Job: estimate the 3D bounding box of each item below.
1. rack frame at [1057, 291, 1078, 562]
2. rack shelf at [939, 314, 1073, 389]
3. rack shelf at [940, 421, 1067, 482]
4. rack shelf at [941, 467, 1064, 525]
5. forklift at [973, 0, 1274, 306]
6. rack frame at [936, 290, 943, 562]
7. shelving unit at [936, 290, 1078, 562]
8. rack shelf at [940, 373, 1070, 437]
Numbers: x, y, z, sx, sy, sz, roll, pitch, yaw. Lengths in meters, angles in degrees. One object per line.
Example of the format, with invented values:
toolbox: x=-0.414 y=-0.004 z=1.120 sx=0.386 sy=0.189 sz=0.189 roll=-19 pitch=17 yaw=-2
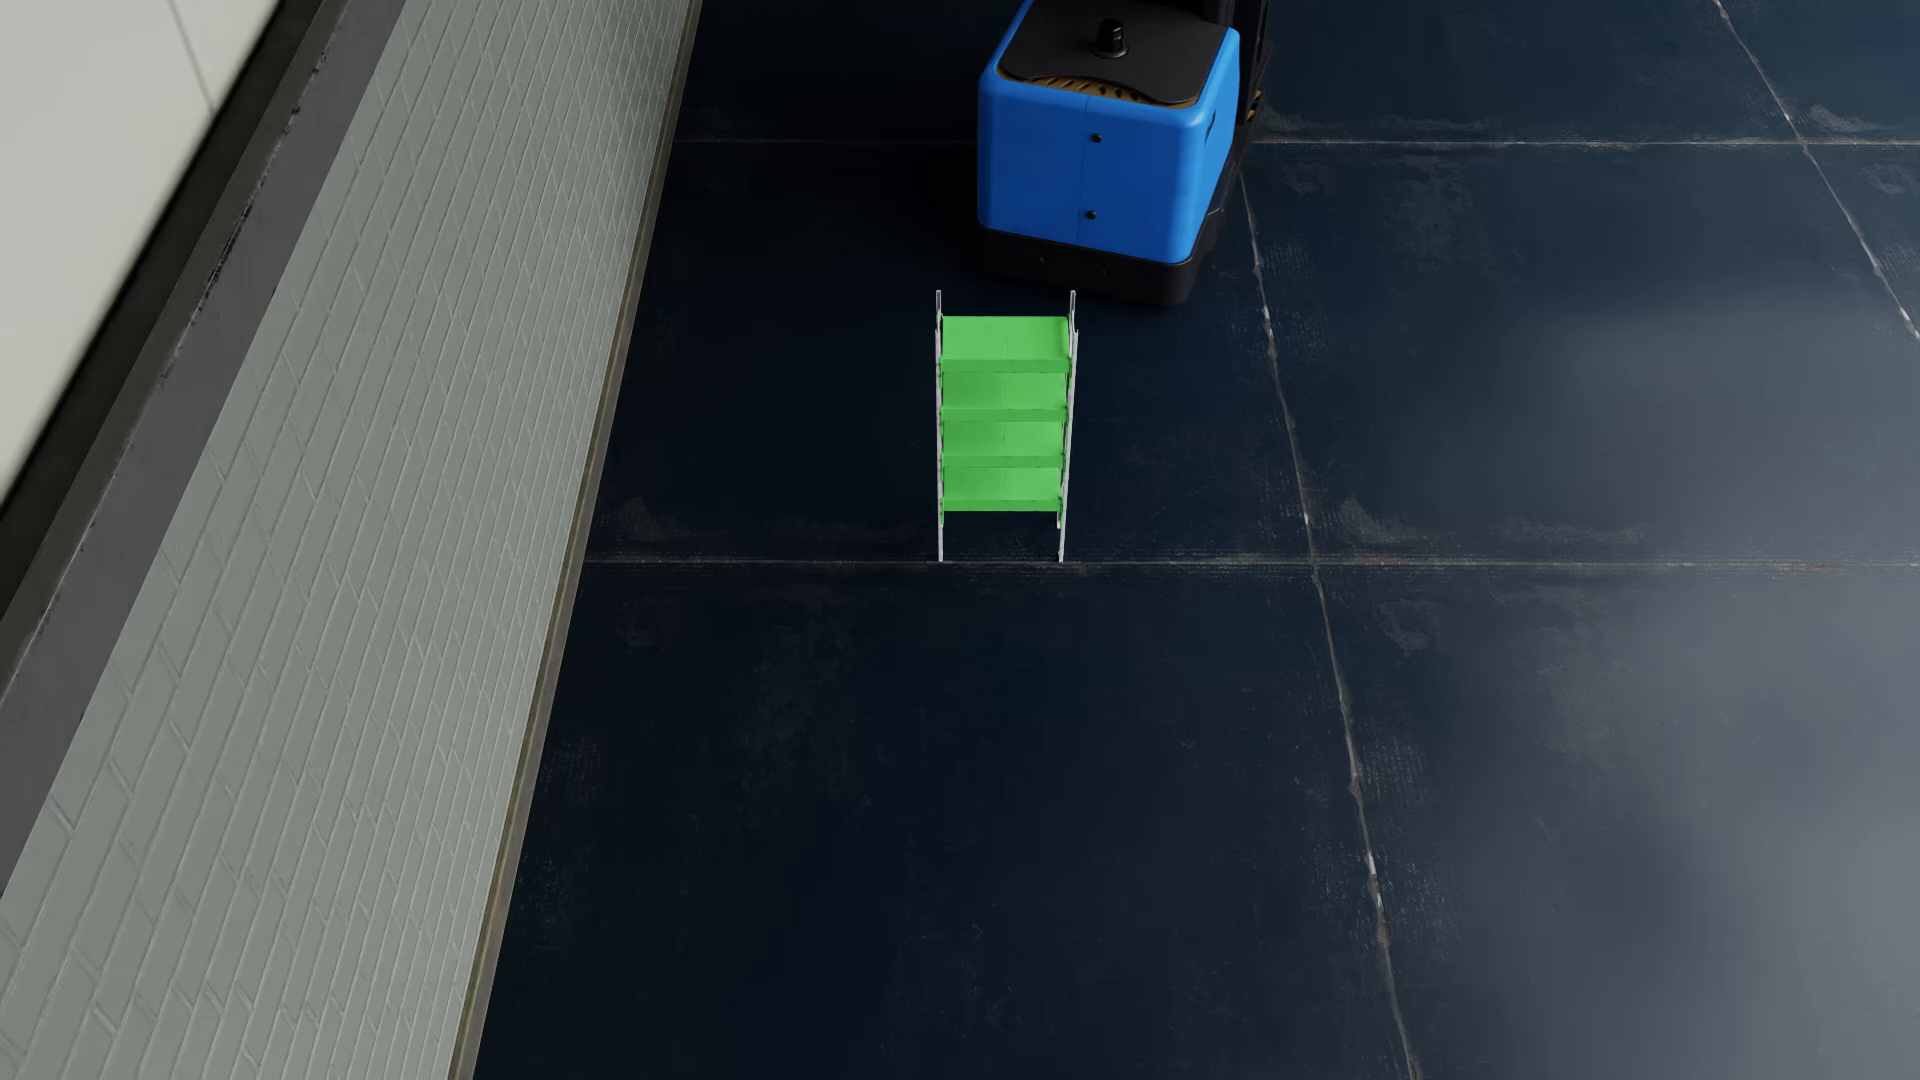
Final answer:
rack frame: x=0.410 y=-0.408 z=6.391 sx=0.015 sy=1.200 sz=0.240 roll=0 pitch=47 yaw=0
rack shelf: x=0.166 y=-0.692 z=6.087 sx=0.480 sy=0.148 sz=0.258 roll=0 pitch=47 yaw=0
rack shelf: x=0.166 y=-0.365 z=6.438 sx=0.480 sy=0.148 sz=0.258 roll=0 pitch=47 yaw=0
rack shelf: x=0.166 y=-0.201 z=6.614 sx=0.480 sy=0.148 sz=0.258 roll=0 pitch=47 yaw=0
forklift: x=1.003 y=-3.189 z=7.796 sx=1.130 sy=2.935 sz=3.031 roll=13 pitch=48 yaw=12
rack frame: x=-0.078 y=-0.409 z=6.392 sx=0.015 sy=1.200 sz=0.240 roll=0 pitch=47 yaw=0
shelving unit: x=0.166 y=-0.408 z=6.391 sx=0.503 sy=1.200 sz=0.258 roll=0 pitch=47 yaw=0
rack shelf: x=0.166 y=-0.528 z=6.262 sx=0.480 sy=0.148 sz=0.258 roll=0 pitch=47 yaw=0
